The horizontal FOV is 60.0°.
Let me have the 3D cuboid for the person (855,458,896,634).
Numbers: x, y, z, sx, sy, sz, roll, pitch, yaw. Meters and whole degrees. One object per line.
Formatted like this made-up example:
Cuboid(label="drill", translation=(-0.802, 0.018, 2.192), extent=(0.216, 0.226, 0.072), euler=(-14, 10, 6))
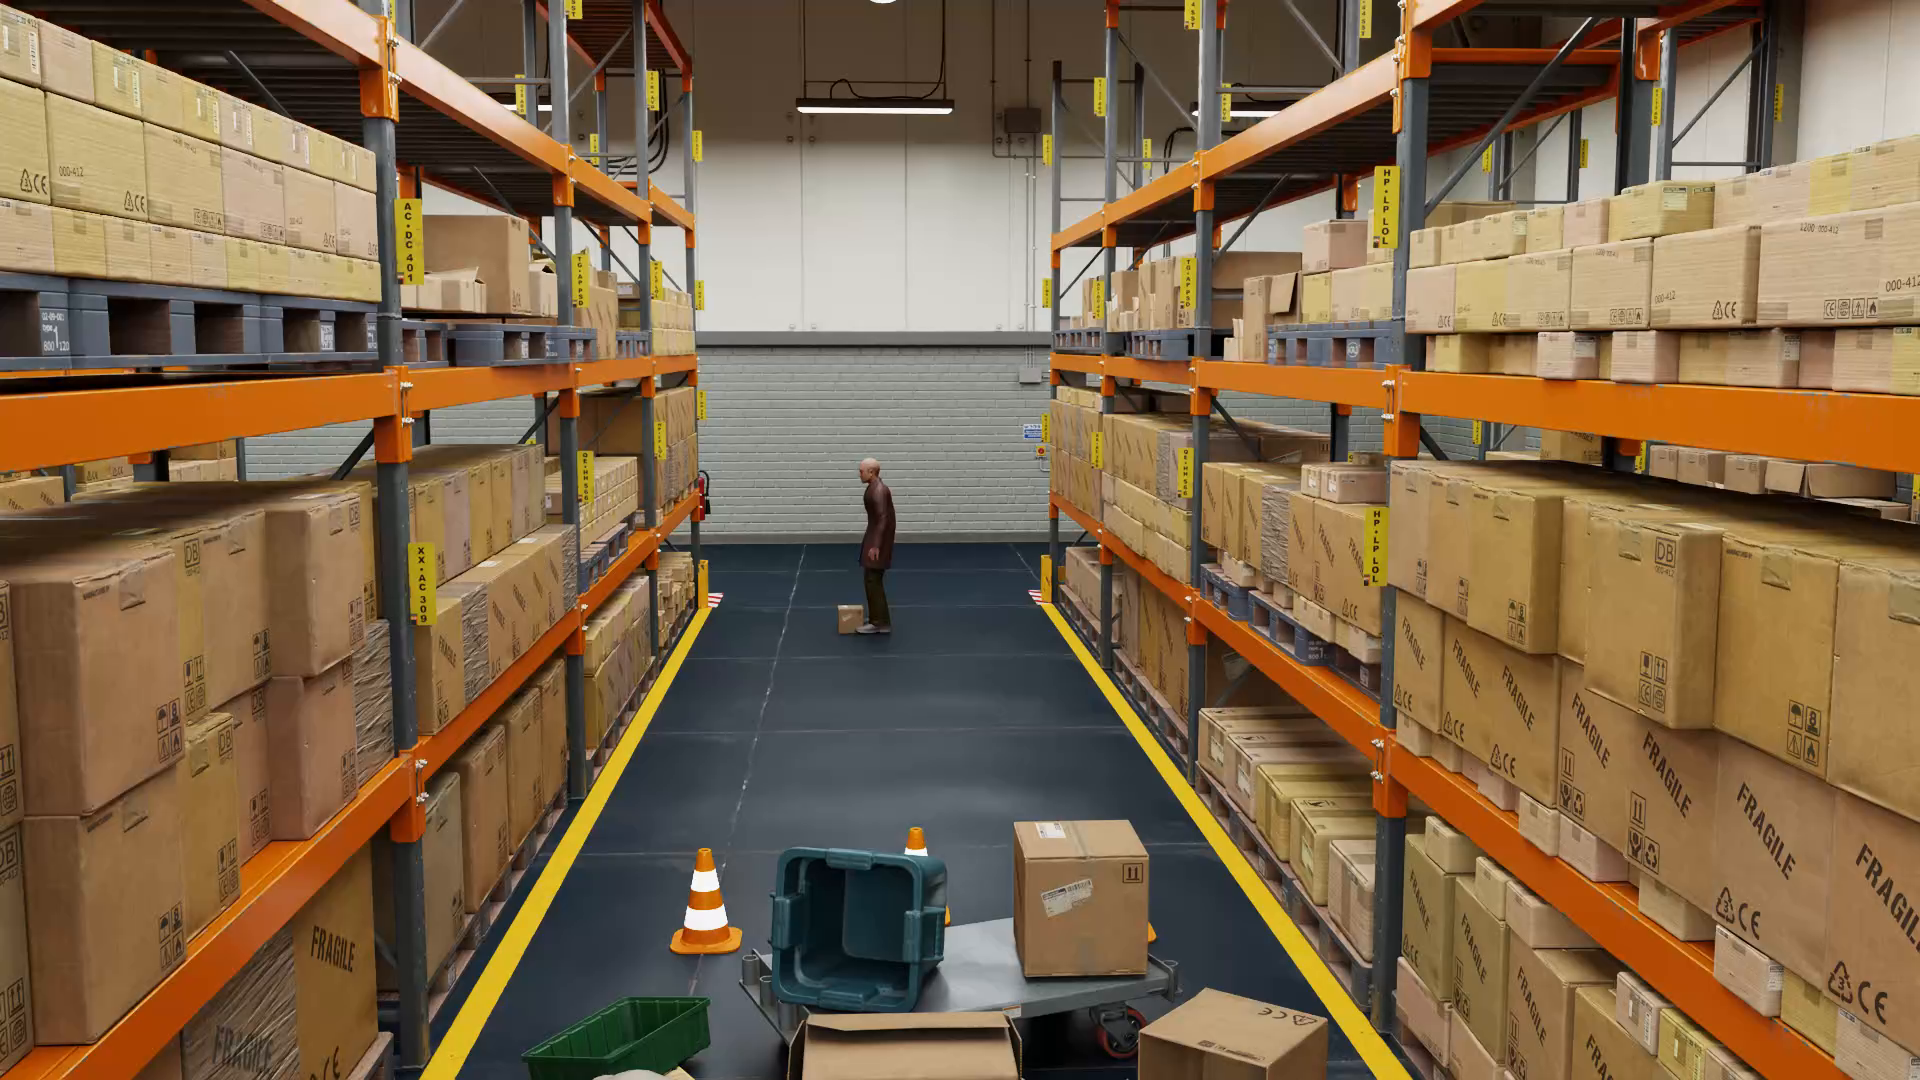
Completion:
Cuboid(label="person", translation=(-0.867, 0.051, 16.872), extent=(0.426, 1.773, 0.652), euler=(-1, 7, -7))
